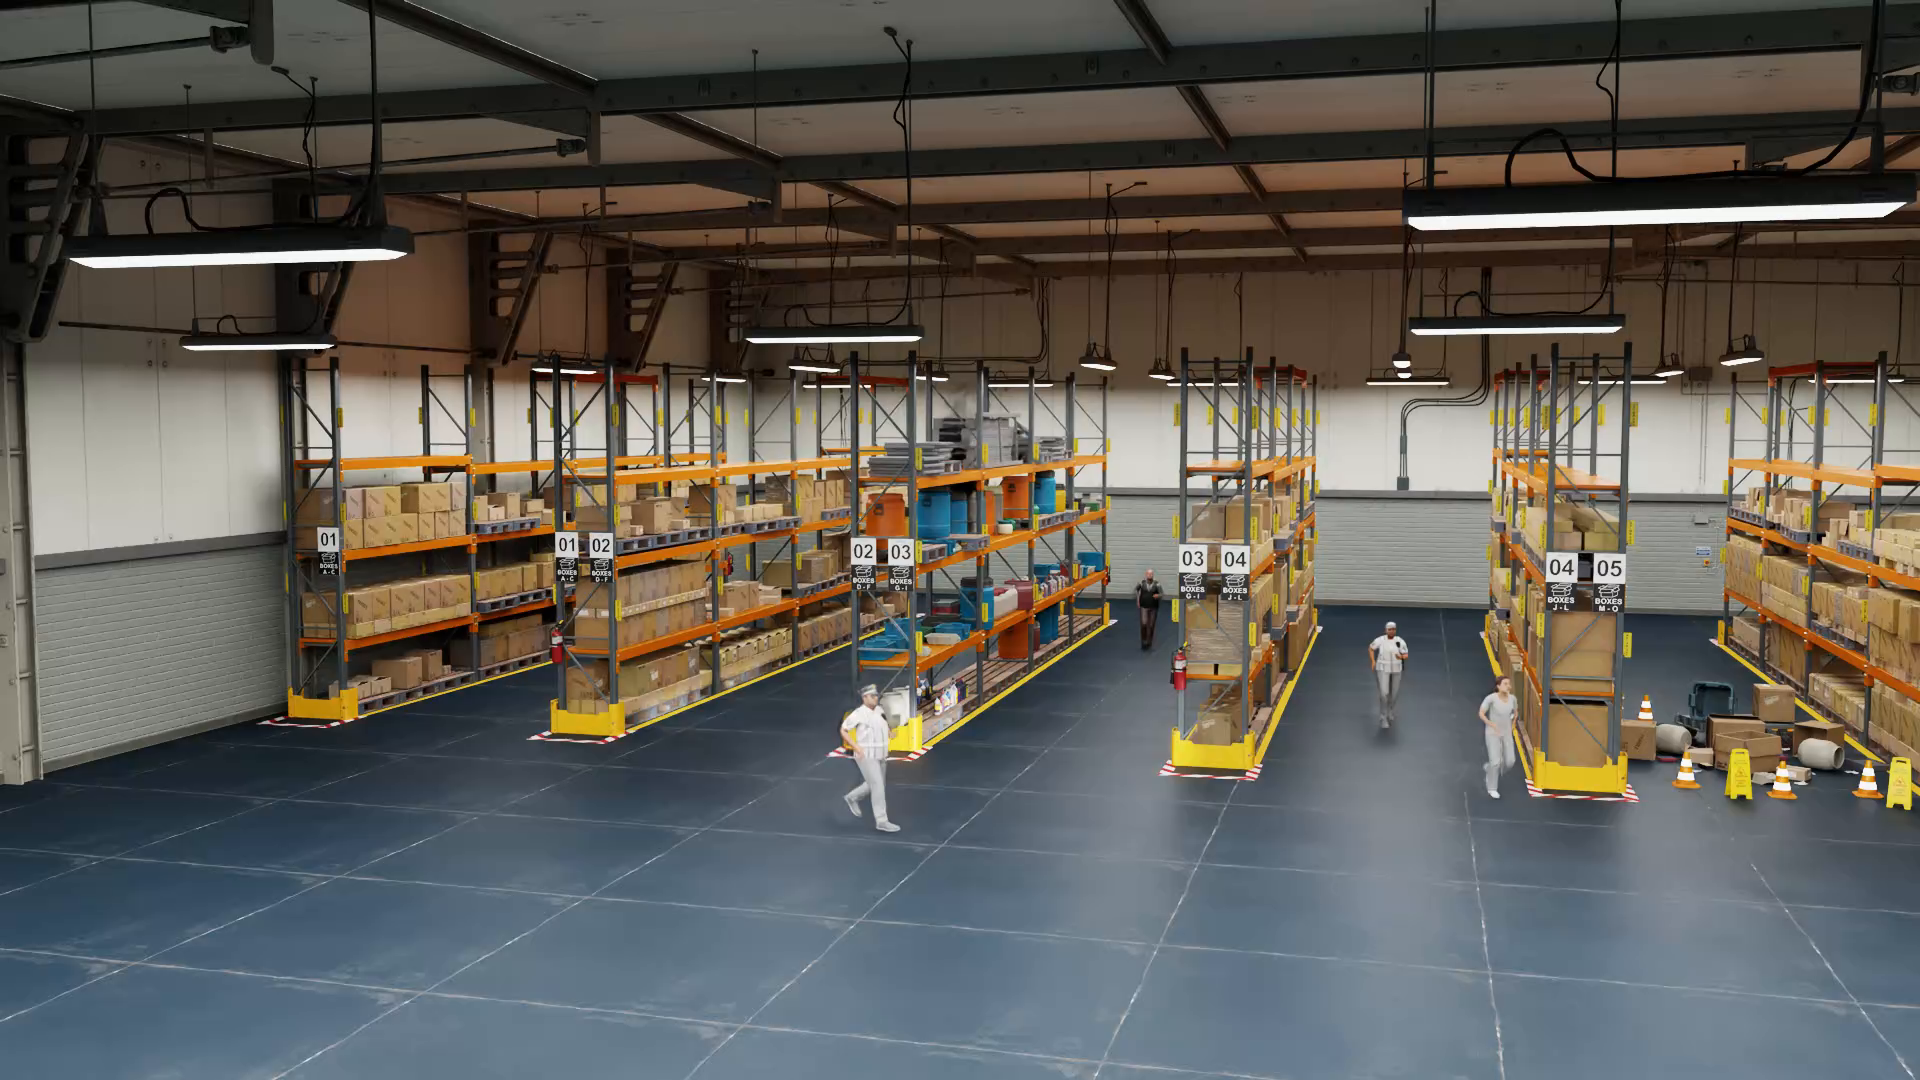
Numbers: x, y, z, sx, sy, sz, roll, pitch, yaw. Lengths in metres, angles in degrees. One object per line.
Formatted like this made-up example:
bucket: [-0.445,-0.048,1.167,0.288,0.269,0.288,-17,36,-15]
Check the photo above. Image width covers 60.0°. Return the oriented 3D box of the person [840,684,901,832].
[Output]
person: [-1.085,2.621,20.263,0.933,1.755,0.672,3,5,35]

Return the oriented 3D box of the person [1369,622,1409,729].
person: [6.991,2.187,27.100,0.579,1.729,0.764,0,4,1]

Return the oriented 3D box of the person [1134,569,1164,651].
person: [4.084,1.518,35.910,0.638,1.783,0.779,0,4,2]

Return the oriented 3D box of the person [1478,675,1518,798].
person: [7.151,2.594,22.022,0.586,1.634,0.575,-1,4,-7]
